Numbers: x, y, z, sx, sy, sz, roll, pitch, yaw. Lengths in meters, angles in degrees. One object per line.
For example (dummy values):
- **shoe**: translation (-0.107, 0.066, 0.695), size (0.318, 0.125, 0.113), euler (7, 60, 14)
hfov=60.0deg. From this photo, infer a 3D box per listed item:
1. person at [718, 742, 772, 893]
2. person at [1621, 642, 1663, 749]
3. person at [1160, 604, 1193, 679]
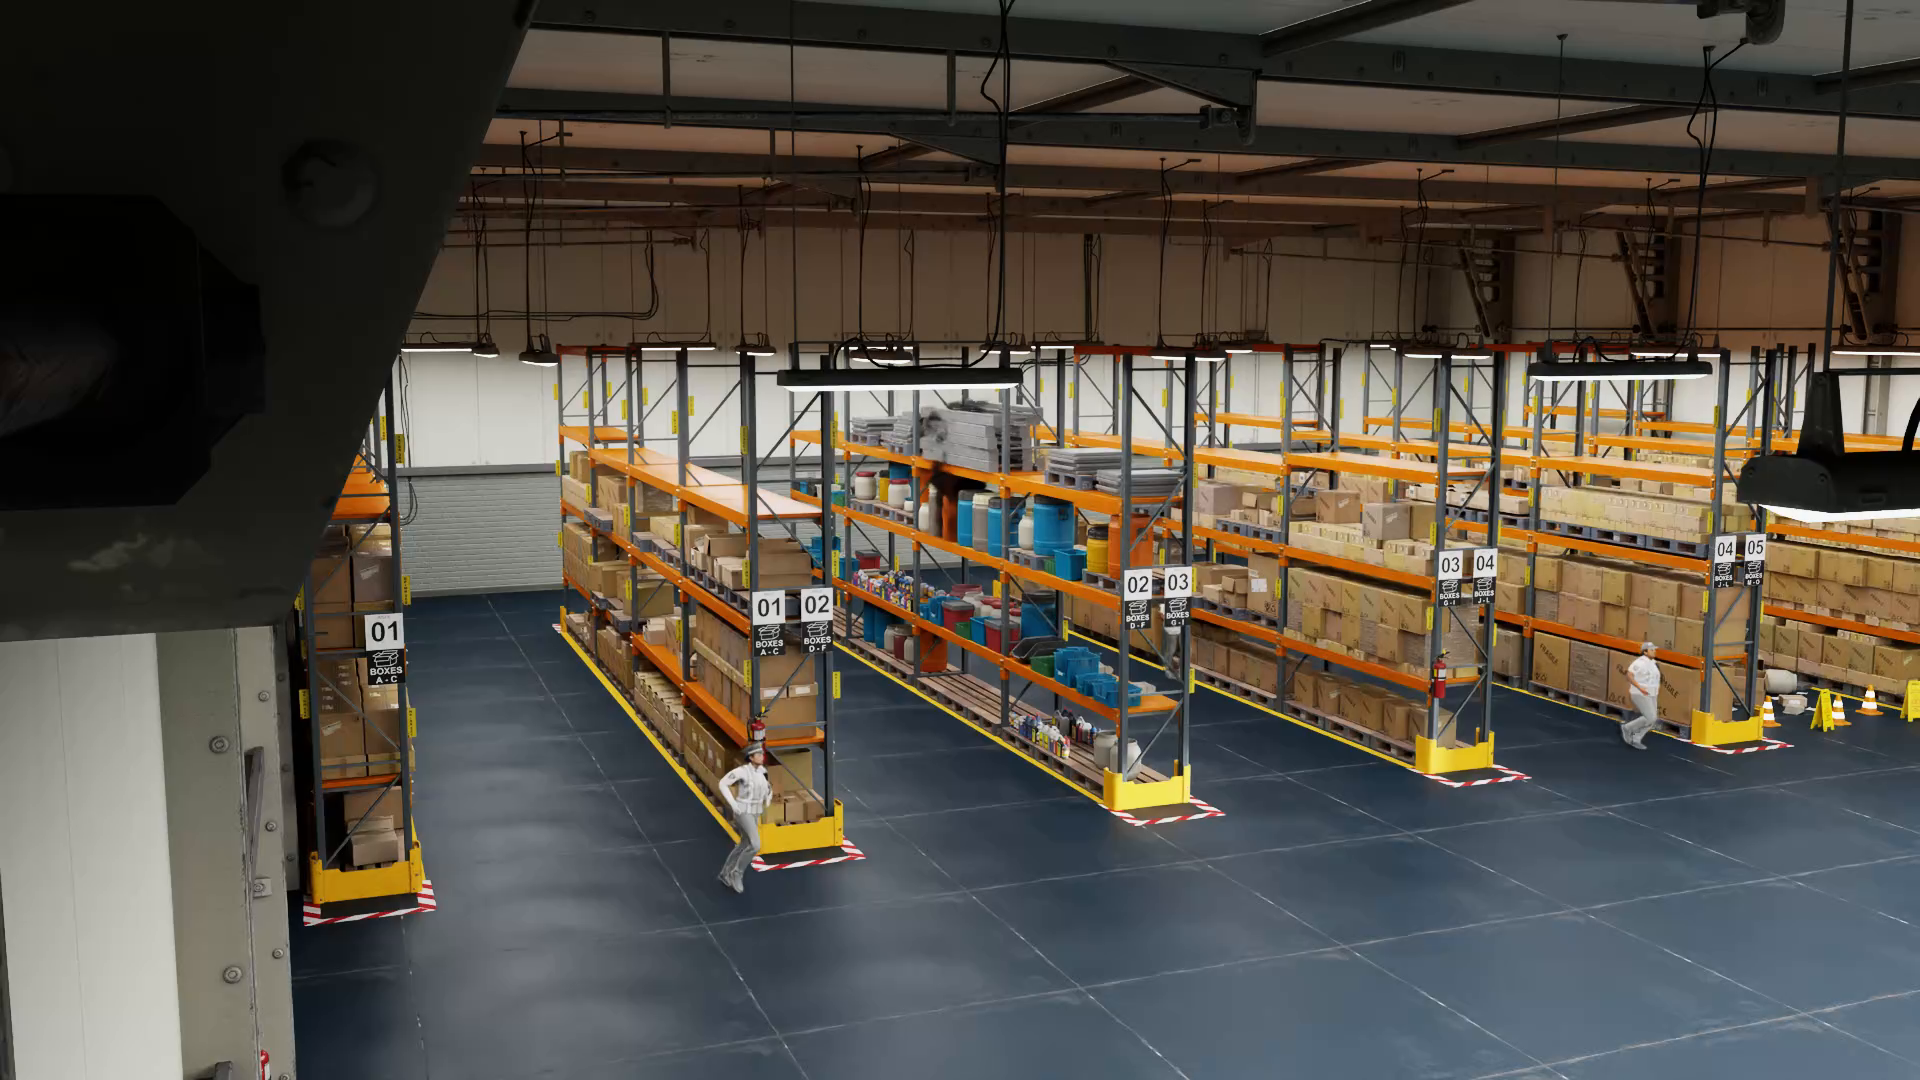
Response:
- **person**: translation (-2.417, 3.120, 18.916), size (0.630, 1.672, 0.632), euler (4, 8, 29)
- **person**: translation (10.372, 2.348, 25.175), size (0.640, 1.632, 0.515), euler (-7, 10, -43)
- **person**: translation (3.702, 1.600, 28.381), size (0.680, 1.832, 0.740), euler (-3, 8, -20)
